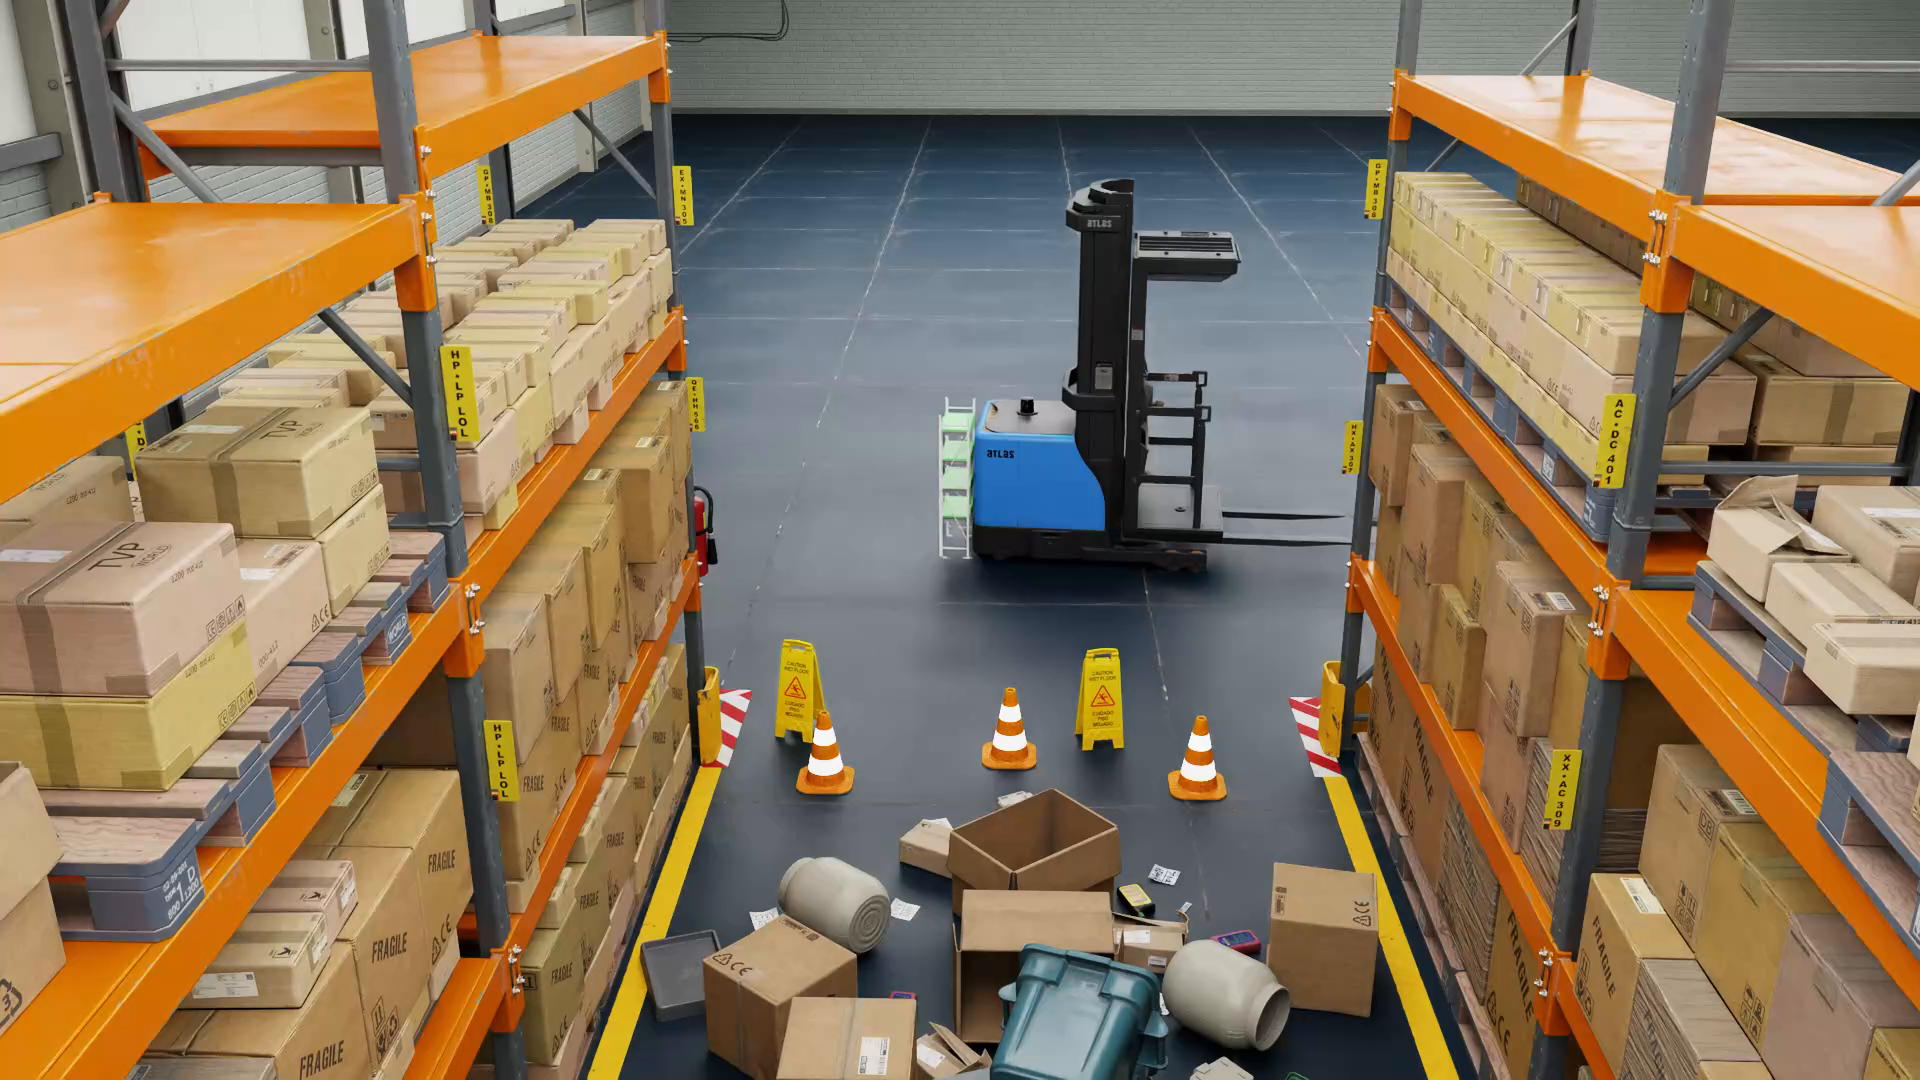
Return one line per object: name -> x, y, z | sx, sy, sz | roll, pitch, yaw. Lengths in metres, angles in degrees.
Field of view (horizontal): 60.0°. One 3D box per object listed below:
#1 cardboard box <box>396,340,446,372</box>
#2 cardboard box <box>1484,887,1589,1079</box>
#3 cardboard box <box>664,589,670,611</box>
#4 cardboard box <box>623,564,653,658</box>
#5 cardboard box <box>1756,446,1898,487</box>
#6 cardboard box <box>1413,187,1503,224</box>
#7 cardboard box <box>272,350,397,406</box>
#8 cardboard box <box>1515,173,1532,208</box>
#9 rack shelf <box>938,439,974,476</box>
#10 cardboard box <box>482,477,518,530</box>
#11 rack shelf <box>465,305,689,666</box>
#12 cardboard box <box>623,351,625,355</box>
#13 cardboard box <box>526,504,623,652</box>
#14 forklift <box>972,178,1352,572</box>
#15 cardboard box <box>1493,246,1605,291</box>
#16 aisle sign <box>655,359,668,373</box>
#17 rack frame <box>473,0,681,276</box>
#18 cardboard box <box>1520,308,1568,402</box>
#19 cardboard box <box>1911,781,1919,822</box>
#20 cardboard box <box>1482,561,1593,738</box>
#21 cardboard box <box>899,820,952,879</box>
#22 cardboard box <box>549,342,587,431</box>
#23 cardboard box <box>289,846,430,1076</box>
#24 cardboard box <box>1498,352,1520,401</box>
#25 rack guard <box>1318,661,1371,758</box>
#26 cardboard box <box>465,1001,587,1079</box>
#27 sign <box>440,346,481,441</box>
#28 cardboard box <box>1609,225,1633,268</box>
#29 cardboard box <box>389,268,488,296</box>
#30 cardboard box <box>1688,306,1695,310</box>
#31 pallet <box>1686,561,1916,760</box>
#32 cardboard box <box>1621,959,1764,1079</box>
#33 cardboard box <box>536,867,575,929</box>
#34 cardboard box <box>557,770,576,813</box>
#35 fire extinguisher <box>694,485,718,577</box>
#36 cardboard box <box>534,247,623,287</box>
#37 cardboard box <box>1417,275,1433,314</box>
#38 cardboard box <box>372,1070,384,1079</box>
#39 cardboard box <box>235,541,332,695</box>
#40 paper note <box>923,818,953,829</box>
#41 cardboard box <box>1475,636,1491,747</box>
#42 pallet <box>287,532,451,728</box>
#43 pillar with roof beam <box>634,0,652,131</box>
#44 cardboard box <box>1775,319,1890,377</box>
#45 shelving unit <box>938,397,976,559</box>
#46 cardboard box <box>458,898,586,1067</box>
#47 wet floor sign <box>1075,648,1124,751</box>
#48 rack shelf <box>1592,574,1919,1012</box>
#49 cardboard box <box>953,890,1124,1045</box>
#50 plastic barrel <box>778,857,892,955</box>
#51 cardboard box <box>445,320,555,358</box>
cardboard box -> -2.423, -0.662, 7.030 | 0.500, 0.250, 0.500 | 0, 21, 1
cardboard box -> 2.828, 1.921, 7.081 | 0.875, 0.875, 0.875 | 1, 21, 2
cardboard box -> -1.814, 0.329, 9.175 | 0.380, 0.149, 0.250 | 0, 21, 1
cardboard box -> -1.870, 0.265, 8.444 | 0.500, 0.500, 0.500 | 1, 21, 1
cardboard box -> 3.090, -0.298, 5.927 | 0.380, 0.149, 0.250 | 0, 21, 1
cardboard box -> 2.516, -1.688, 8.406 | 0.380, 0.149, 0.250 | 0, 21, 1
cardboard box -> -2.392, -0.623, 6.379 | 0.380, 0.149, 0.250 | 1, 21, 3
cardboard box -> 3.190, -1.863, 8.857 | 0.380, 0.149, 0.250 | 1, 21, 2
rack shelf -> -0.021, -0.667, 13.396 | 0.258, 0.148, 0.480 | 2, 21, 5
cardboard box -> -1.891, -0.150, 6.263 | 0.380, 0.149, 0.250 | 1, 21, 2
rack shelf -> -2.151, -0.451, 7.686 | 1.077, 0.370, 4.000 | 1, 21, 2
cardboard box -> -1.913, -0.983, 8.411 | 0.380, 0.149, 0.250 | 1, 21, 2
cardboard box -> -1.902, 0.161, 7.328 | 0.700, 0.500, 0.500 | 0, 21, 0
forklift -> 1.650, -1.316, 13.163 | 3.031, 2.935, 1.130 | 2, 21, 6
cardboard box -> 2.471, -1.134, 6.979 | 0.380, 0.149, 0.250 | 0, 21, 1
aisle sign -> -1.798, -1.342, 9.541 | 0.394, 0.787, 0.004 | 1, 21, 2
rack frame -> -2.090, -2.908, 8.877 | 1.000, 3.000, 0.127 | 1, 21, 2
cardboard box -> 2.513, -0.720, 6.462 | 0.500, 0.250, 0.500 | 1, 21, 1
cardboard box -> 2.390, 0.480, 3.434 | 0.500, 0.500, 0.500 | 1, 21, 2
cardboard box -> 2.685, 0.447, 6.825 | 0.875, 0.550, 0.550 | 1, 21, 2
cardboard box -> -0.111, 1.714, 9.200 | 0.380, 0.149, 0.250 | 13, 25, 29
cardboard box -> -1.890, -0.656, 7.015 | 0.500, 0.250, 0.500 | 1, 21, 2
cardboard box -> -2.010, 1.303, 5.188 | 0.500, 0.500, 0.500 | 1, 21, 2
cardboard box -> 2.461, -0.673, 6.892 | 0.380, 0.149, 0.250 | 1, 21, 2
rack guard -> 2.861, 1.063, 10.390 | 1.175, 0.500, 0.348 | 1, 21, 2
cardboard box -> -1.924, 2.211, 7.198 | 0.500, 0.250, 0.500 | 0, 21, -1
sign -> -1.657, -0.483, 5.515 | 0.100, 0.325, 0.005 | 1, 21, 2
cardboard box -> 3.143, -1.312, 7.436 | 0.380, 0.149, 0.250 | 1, 21, 2
cardboard box -> -2.449, -1.183, 7.822 | 0.380, 0.149, 0.250 | 1, 21, 3
cardboard box -> 3.062, -0.895, 6.913 | 0.500, 0.250, 0.500 | 0, 21, 1
pallet -> 2.760, 0.376, 4.825 | 0.805, 0.209, 1.217 | 0, 21, -1
cardboard box -> 2.439, 1.676, 5.217 | 0.500, 0.500, 0.500 | 1, 21, 2
cardboard box -> -1.860, 1.514, 7.060 | 0.380, 0.149, 0.250 | 1, 21, 2
cardboard box -> -1.906, 1.065, 7.279 | 0.380, 0.149, 0.250 | 1, 21, 3
fire extinguisher -> -1.626, -0.111, 10.070 | 0.296, 0.674, 0.183 | 1, 21, 2
cardboard box -> -1.900, -1.362, 8.285 | 0.380, 0.149, 0.250 | 1, 21, 2
cardboard box -> 2.507, -1.222, 8.307 | 0.380, 0.149, 0.250 | 1, 21, 2
cardboard box -> -1.953, 1.726, 4.993 | 0.380, 0.149, 0.250 | 1, 21, 2
cardboard box -> -2.105, 0.207, 4.623 | 0.500, 0.250, 0.500 | 1, 21, 2
paper note -> -0.129, 1.637, 9.562 | 0.148, 0.019, 0.142 | -7, 22, -17
cardboard box -> 2.866, 0.757, 7.518 | 0.875, 0.550, 0.550 | 1, 21, 2
pallet -> -2.337, 0.246, 5.154 | 1.213, 0.211, 1.003 | 1, 21, 2
pillar with roof beam -> -2.758, -13.519, 36.224 | 9.100, 9.000, 0.400 | 1, 21, 2
cardboard box -> 3.090, -0.670, 5.782 | 0.380, 0.149, 0.250 | 1, 21, 2
shelving unit -> -0.021, -0.503, 13.460 | 0.258, 1.200, 0.503 | 2, 21, 5
cardboard box -> -1.924, 1.861, 7.062 | 0.500, 0.500, 0.500 | 2, 21, 4
wet floor sign -> 0.882, 0.972, 10.425 | 0.267, 0.644, 0.232 | -3, 21, -8
rack shelf -> 2.678, 1.013, 3.912 | 1.077, 0.370, 4.000 | 1, 21, 2
cardboard box -> 0.367, 1.991, 7.809 | 0.797, 0.637, 0.503 | 1, 21, 2
plastic barrel -> -0.640, 1.853, 8.460 | 0.512, 0.421, 0.421 | 18, 27, 38
cardboard box -> -1.888, -0.803, 6.843 | 0.380, 0.149, 0.250 | 0, 21, 0
